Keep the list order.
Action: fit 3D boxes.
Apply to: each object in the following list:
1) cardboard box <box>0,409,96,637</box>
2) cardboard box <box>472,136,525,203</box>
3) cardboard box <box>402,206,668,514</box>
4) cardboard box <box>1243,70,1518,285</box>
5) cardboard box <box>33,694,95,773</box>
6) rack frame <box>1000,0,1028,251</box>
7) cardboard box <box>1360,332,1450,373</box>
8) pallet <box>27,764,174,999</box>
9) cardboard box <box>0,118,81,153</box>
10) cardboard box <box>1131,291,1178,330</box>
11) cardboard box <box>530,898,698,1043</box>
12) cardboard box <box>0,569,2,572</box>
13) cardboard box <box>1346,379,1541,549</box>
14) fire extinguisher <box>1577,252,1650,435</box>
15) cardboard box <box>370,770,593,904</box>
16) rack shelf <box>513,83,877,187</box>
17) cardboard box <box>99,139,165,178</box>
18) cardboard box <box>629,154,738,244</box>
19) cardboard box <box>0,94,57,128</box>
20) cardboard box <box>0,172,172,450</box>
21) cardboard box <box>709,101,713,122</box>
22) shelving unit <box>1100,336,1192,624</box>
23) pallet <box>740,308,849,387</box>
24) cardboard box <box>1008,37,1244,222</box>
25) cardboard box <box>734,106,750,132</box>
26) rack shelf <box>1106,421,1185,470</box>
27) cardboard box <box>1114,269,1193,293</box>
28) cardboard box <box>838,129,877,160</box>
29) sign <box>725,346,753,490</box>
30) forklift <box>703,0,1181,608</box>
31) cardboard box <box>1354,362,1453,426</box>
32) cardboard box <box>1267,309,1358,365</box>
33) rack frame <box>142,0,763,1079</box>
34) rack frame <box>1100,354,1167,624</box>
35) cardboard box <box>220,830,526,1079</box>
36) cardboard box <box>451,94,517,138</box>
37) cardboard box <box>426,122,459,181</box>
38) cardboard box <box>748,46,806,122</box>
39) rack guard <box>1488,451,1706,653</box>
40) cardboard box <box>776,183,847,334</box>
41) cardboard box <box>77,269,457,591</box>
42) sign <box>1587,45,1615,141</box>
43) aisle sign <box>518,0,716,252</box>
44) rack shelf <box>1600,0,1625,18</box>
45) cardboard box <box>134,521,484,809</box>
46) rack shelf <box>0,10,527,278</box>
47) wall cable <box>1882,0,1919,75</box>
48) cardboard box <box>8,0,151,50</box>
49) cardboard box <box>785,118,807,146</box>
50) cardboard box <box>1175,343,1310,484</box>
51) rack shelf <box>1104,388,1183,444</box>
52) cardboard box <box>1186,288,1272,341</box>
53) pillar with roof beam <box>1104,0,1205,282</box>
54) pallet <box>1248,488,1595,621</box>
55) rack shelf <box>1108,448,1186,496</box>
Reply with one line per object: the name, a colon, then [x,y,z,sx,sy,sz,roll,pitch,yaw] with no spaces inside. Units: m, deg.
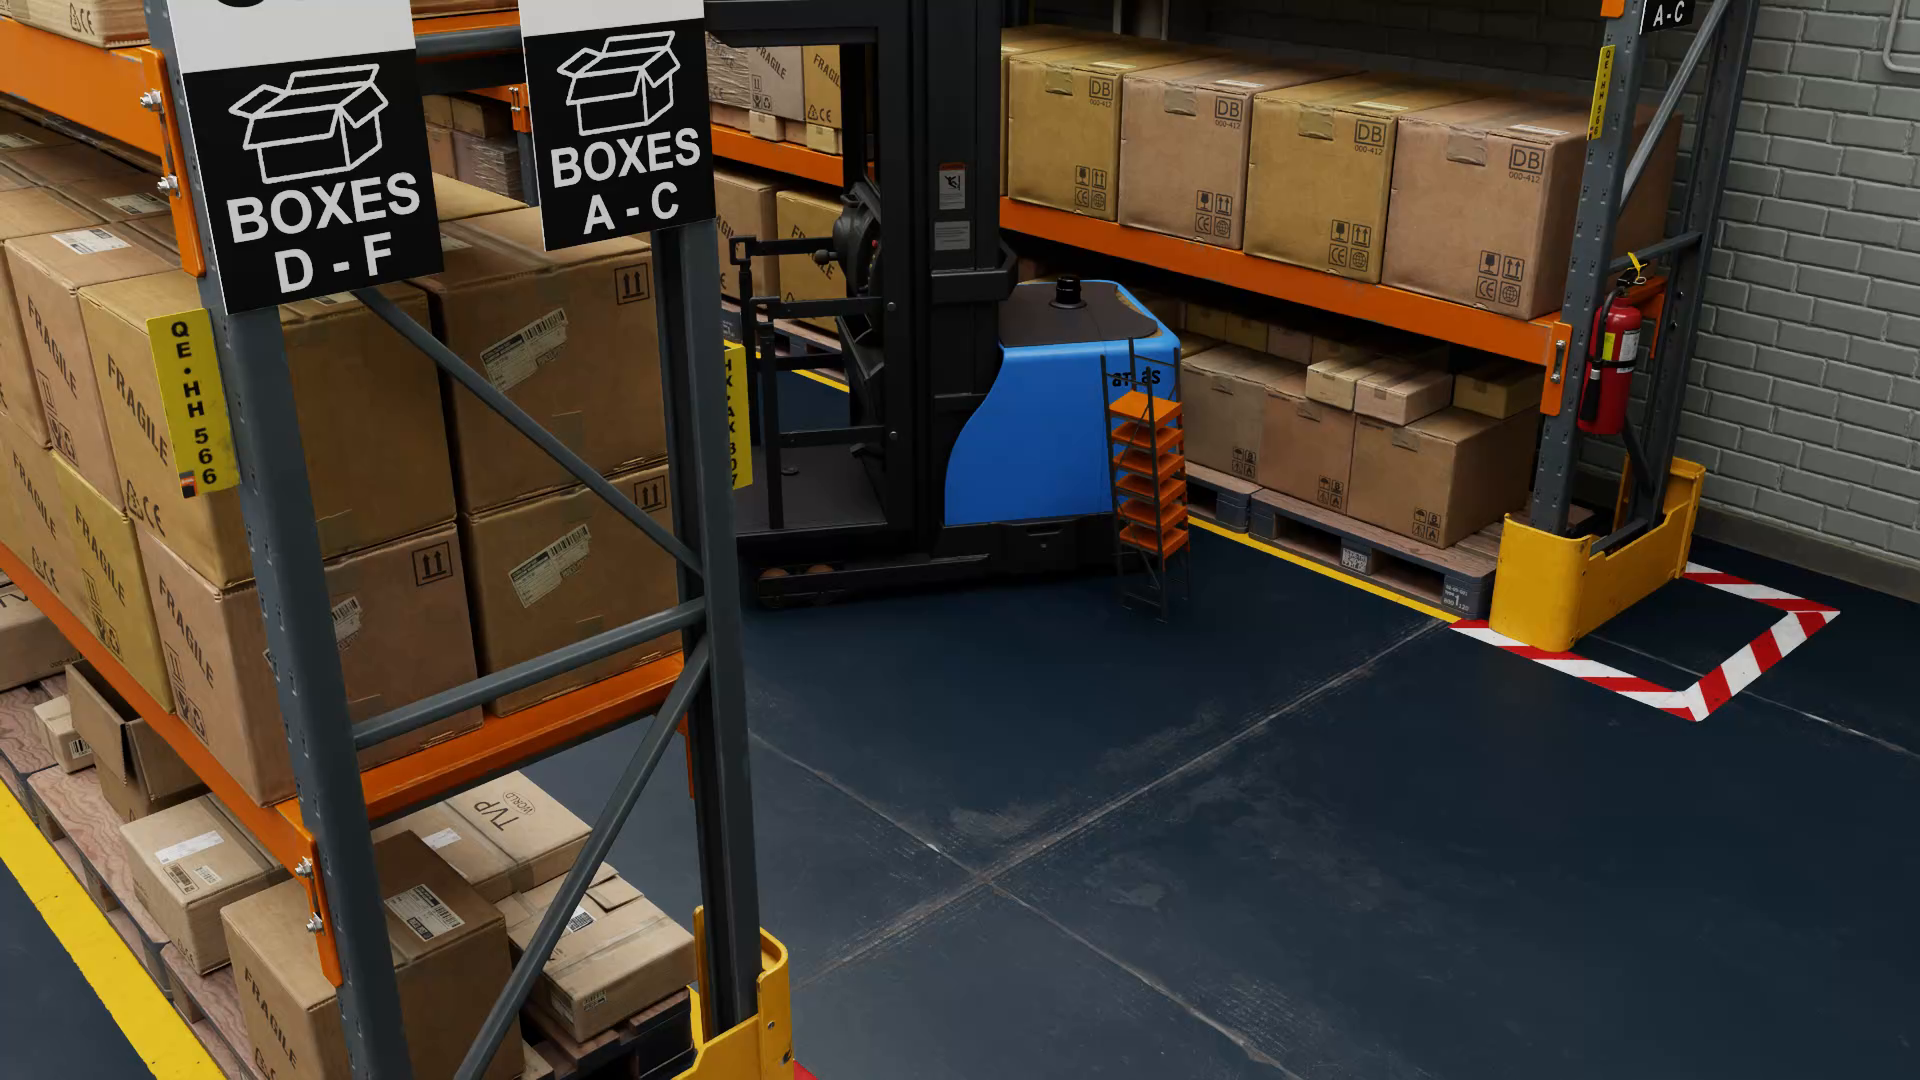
cardboard box: [-2.102,-0.127,4.294,0.500,0.500,0.500,-21,32,-38]
cardboard box: [-3.288,-2.811,12.779,0.700,0.500,0.500,-21,32,-38]
cardboard box: [-1.014,-0.424,3.740,0.500,0.500,0.500,-20,31,-37]
cardboard box: [1.849,-1.626,7.339,0.980,0.700,0.700,-22,32,-39]
cardboard box: [-2.909,0.610,5.681,0.380,0.166,0.250,-21,32,-38]
rack frame: [-0.023,-2.333,9.249,1.000,3.000,0.127,-21,32,-38]
cardboard box: [2.044,-0.825,7.670,0.380,0.149,0.250,-21,32,-38]
pallet: [-2.330,0.921,5.478,1.003,0.211,1.213,-21,32,-38]
cardboard box: [-2.816,-0.892,4.766,0.500,0.500,0.500,-22,33,-40]
cardboard box: [0.871,-1.112,8.298,0.380,0.149,0.250,-22,33,-40]
cardboard box: [-0.938,1.158,4.502,0.380,0.149,0.250,-21,32,-38]
cardboard box: [-4.183,-0.057,6.743,0.500,0.500,0.500,-21,32,-39]
cardboard box: [2.159,-0.358,7.427,0.700,0.500,0.500,-21,32,-38]
fire extinguisher: [2.477,-0.739,6.299,0.296,0.674,0.183,-21,32,-38]
cardboard box: [-1.409,0.940,4.859,0.500,0.250,0.500,-21,32,-38]
rack shelf: [-1.390,-2.611,10.727,1.077,0.370,4.000,-21,32,-38]
cardboard box: [-2.063,-0.887,4.755,0.500,0.500,0.500,-22,32,-39]
cardboard box: [-1.757,-2.230,11.109,0.750,0.750,0.750,-21,32,-39]
cardboard box: [-2.750,-1.192,5.425,0.500,0.500,0.500,-22,32,-39]
cardboard box: [-2.112,-0.580,4.082,0.500,0.500,0.500,-20,31,-37]
cardboard box: [-1.471,-2.731,10.400,0.380,0.149,0.250,-20,31,-37]
shelving unit: [0.768,-0.230,6.788,0.258,1.200,0.189,20,42,37]
pallet: [-0.606,-1.276,10.293,1.003,0.211,1.213,-21,32,-38]
cardboard box: [0.830,-2.077,8.328,0.980,0.700,0.700,-22,33,-40]
cardboard box: [-1.137,-2.567,10.041,0.380,0.149,0.250,-21,32,-38]
rack shelf: [0.745,-0.394,6.685,0.258,0.103,0.180,20,42,37]
cardboard box: [1.001,-1.287,8.682,0.380,0.149,0.250,-23,33,-40]
cardboard box: [-0.461,-2.250,9.346,0.380,0.149,0.250,-21,32,-38]
sign: [-0.507,-0.262,3.668,0.100,0.325,0.005,-21,32,-38]
forklift: [-0.613,-1.280,7.025,3.031,2.935,1.130,-5,25,-11]
cardboard box: [1.938,-0.641,7.264,0.380,0.149,0.250,-22,32,-39]
cardboard box: [1.698,-0.978,8.005,0.380,0.149,0.250,-21,32,-38]
rack frame: [-0.901,0.285,3.512,0.949,2.616,0.053,-21,32,-38]
rack frame: [0.708,-0.187,6.734,0.240,1.200,0.006,20,42,37]
cardboard box: [-1.454,1.128,4.145,0.500,0.500,0.500,-21,32,-38]
cardboard box: [-3.631,-3.342,13.041,0.500,0.250,0.500,-20,32,-38]
cardboard box: [-3.915,-3.142,13.506,0.700,0.500,0.500,-21,32,-39]
cardboard box: [-0.879,-2.743,9.645,0.500,0.500,0.500,-21,32,-38]
rack guard: [2.727,0.024,7.096,1.175,0.500,0.348,-21,32,-38]
cardboard box: [-0.563,-1.706,9.959,0.750,0.750,0.750,-21,32,-38]
cardboard box: [-1.408,-0.272,3.406,0.500,0.500,0.500,-22,32,-39]
sign: [2.305,-1.606,5.975,0.100,0.325,0.005,-21,32,-38]
aisle sign: [-0.642,-0.960,3.108,0.394,0.787,0.004,-21,32,-38]
rack shelf: [1.343,-2.764,7.448,1.077,0.370,4.000,-21,32,-38]
cardboard box: [-1.408,0.182,3.617,0.500,0.500,0.500,-20,31,-37]
rack shelf: [-2.270,-1.358,4.365,1.077,0.370,4.000,-21,32,-38]
wall cable: [4.276,-1.463,6.120,0.084,1.984,1.851,-21,32,-38]
cardboard box: [-1.447,-1.092,3.096,0.500,0.250,0.500,-21,32,-38]
cardboard box: [-0.795,-2.411,9.699,0.380,0.149,0.250,-20,31,-37]
cardboard box: [1.473,-0.662,8.093,0.500,0.500,0.700,23,33,40]
rack shelf: [0.731,-0.495,6.622,0.258,0.103,0.180,20,42,37]
cardboard box: [1.350,-1.133,8.343,0.380,0.149,0.250,-22,32,-39]
pillar with roof beam: [-2.056,-3.874,5.400,9.100,9.000,0.400,-21,32,-38]
pallet: [2.107,-0.072,7.654,1.003,0.211,1.213,-21,32,-38]
rack shelf: [0.759,-0.293,6.748,0.258,0.103,0.180,20,42,37]
